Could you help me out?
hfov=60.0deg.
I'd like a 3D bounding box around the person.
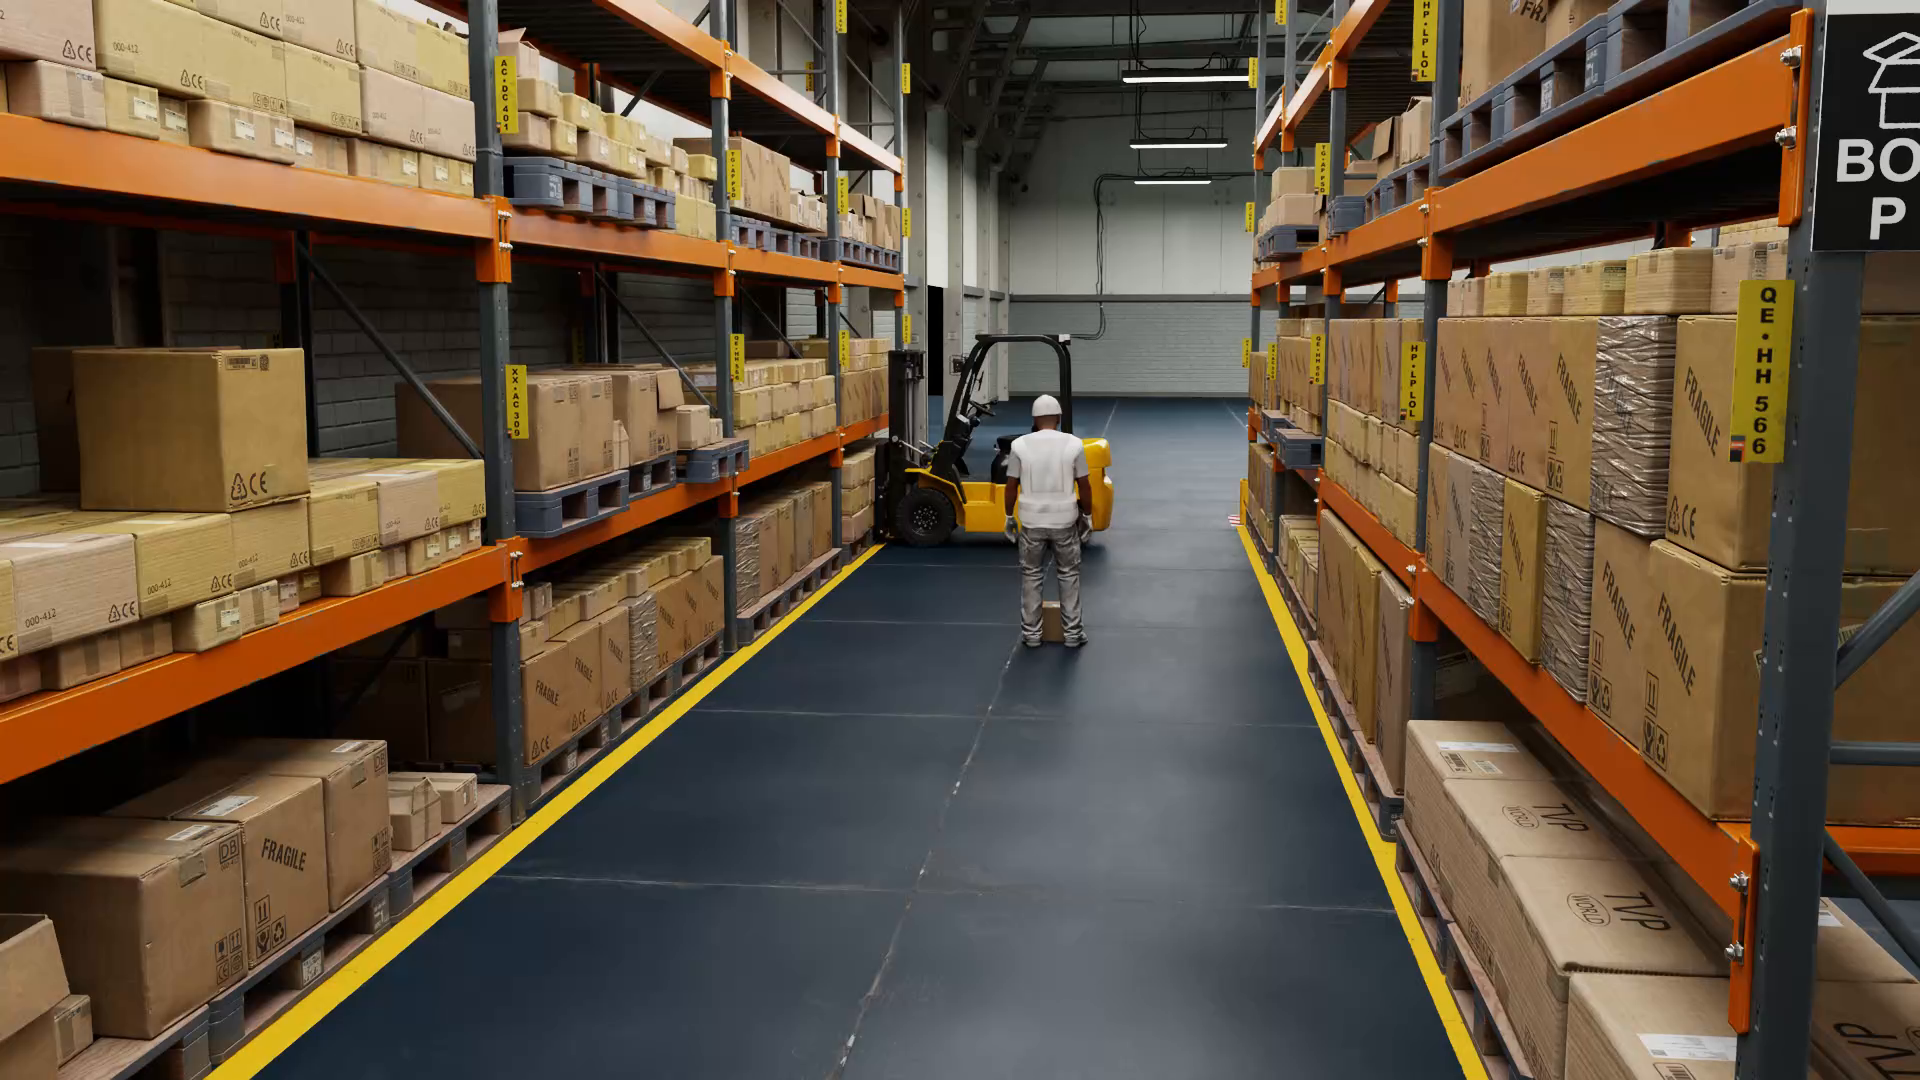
[{"bbox_3d":[0.628,-0.134,11.765,0.629,1.774,0.453,1,8,5],"label":"person"}]
